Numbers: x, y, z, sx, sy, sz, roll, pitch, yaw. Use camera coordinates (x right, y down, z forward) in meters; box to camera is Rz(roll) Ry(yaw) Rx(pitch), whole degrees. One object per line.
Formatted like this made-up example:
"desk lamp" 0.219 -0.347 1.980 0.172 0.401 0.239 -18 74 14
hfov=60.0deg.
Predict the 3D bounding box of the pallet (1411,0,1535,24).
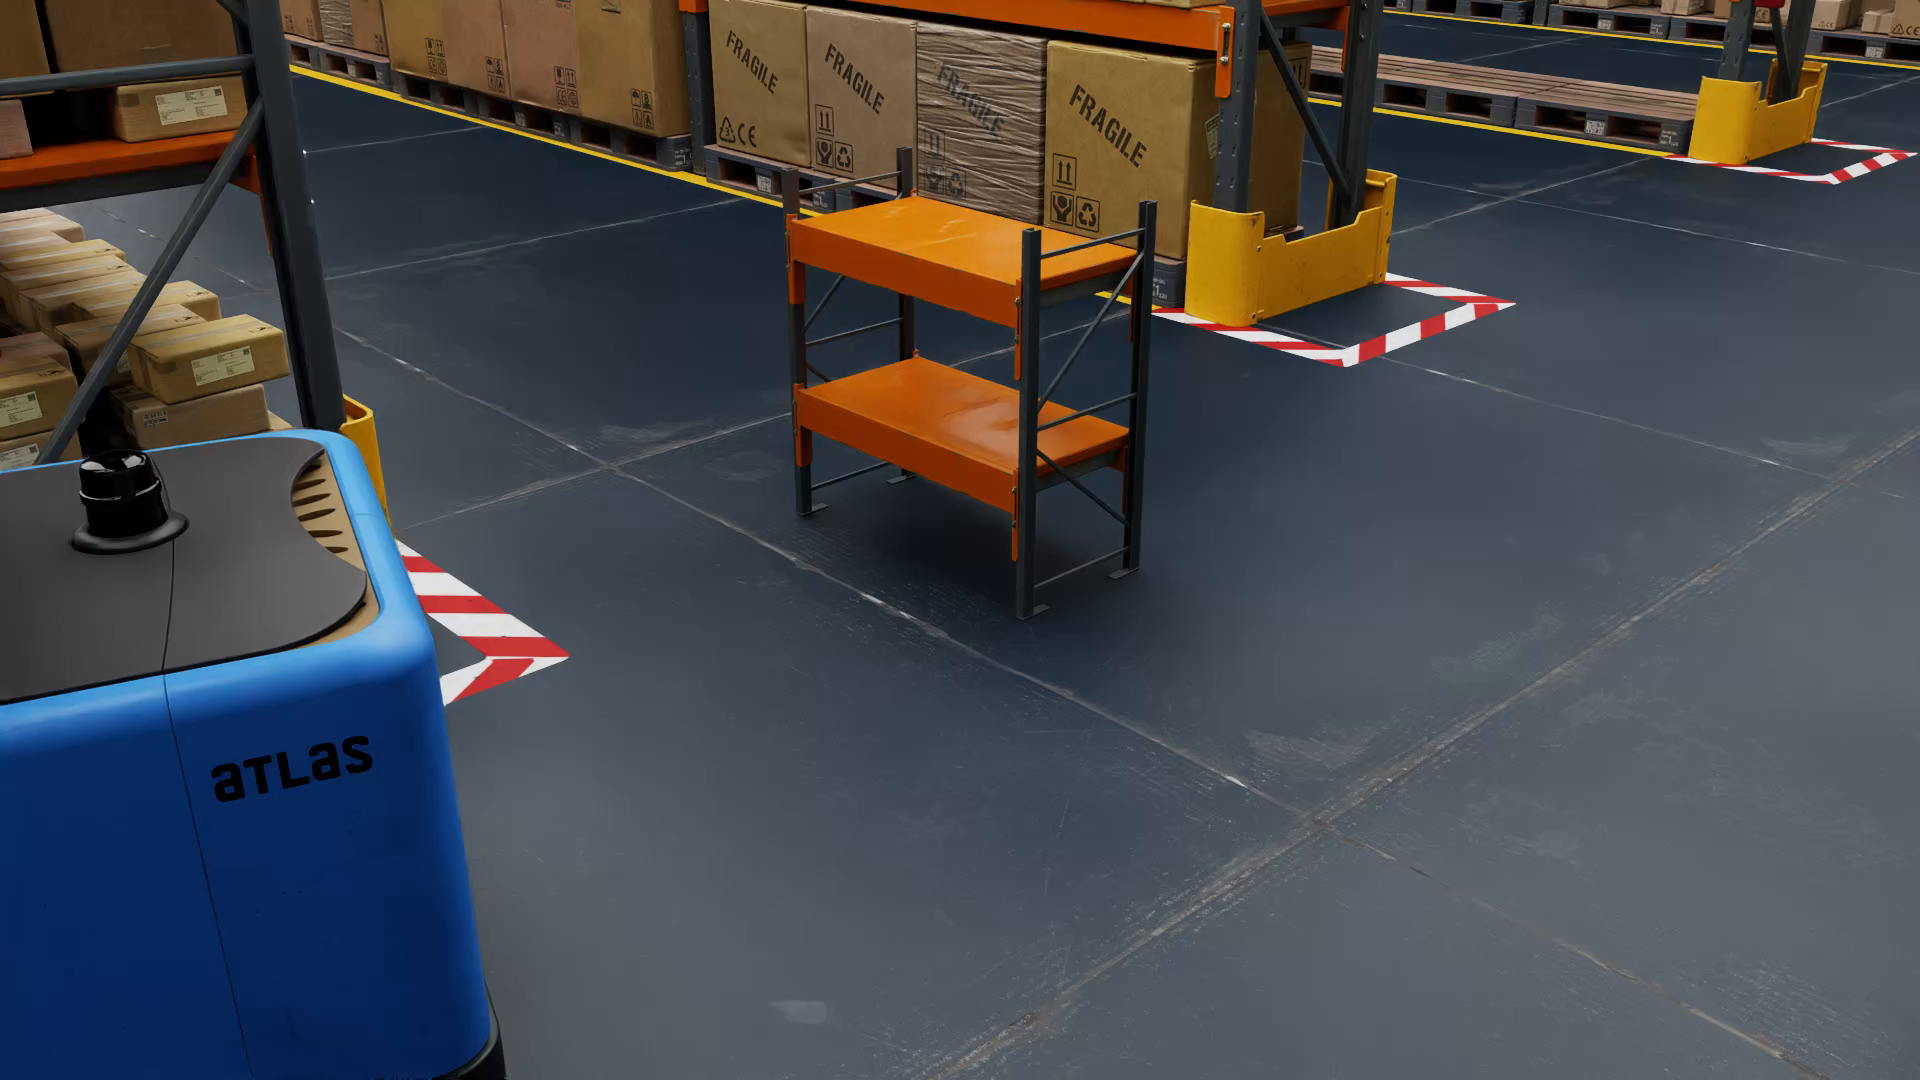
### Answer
"pallet" 5.428 -5.499 17.050 1.003 0.211 1.213 -21 32 -38

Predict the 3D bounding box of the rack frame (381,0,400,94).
"rack frame" -3.956 -4.935 12.454 1.000 3.000 0.127 -21 32 -38

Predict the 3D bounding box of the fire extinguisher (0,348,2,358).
"fire extinguisher" -2.342 -0.723 3.763 0.296 0.674 0.183 -21 32 -38

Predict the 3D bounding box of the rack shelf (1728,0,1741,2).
"rack shelf" 3.760 -4.195 11.698 1.077 0.370 4.000 -21 32 -38

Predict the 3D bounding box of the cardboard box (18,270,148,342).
"cardboard box" -2.873 -0.768 5.532 0.250 0.149 0.380 22 32 39

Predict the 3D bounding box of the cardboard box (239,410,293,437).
"cardboard box" -2.302 -0.278 5.175 0.380 0.149 0.250 -20 32 -37

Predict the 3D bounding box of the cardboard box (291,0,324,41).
"cardboard box" -5.210 -4.529 14.046 0.700 0.500 0.500 -18 30 -34

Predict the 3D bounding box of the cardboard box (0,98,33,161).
"cardboard box" -2.607 -1.039 4.216 0.380 0.149 0.250 -21 32 -38

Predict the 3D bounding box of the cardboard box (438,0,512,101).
"cardboard box" -2.896 -3.672 11.739 1.225 0.875 0.875 -21 32 -38

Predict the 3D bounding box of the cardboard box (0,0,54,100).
"cardboard box" -2.673 -1.379 4.179 0.500 0.500 0.500 -20 32 -37

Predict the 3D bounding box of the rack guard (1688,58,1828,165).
"rack guard" 5.153 -2.775 10.732 1.175 0.500 0.348 -21 32 -38

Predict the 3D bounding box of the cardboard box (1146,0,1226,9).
"cardboard box" 1.028 -2.411 7.225 0.380 0.149 0.250 -20 32 -38

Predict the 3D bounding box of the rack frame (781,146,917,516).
"rack frame" -0.343 -0.664 5.350 0.500 1.125 0.032 -21 32 -38

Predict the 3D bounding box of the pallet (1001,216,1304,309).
"pallet" 0.908 -1.463 8.202 1.003 0.211 1.213 -21 32 -38

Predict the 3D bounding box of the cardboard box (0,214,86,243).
"cardboard box" -3.533 -1.103 6.266 0.250 0.149 0.380 22 33 40

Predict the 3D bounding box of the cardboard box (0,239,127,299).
"cardboard box" -3.202 -0.948 5.925 0.380 0.149 0.250 -21 32 -38

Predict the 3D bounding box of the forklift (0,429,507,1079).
"forklift" -2.313 -0.142 2.030 3.031 2.935 1.130 -11 27 -23

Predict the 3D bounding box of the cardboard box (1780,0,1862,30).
"cardboard box" 7.567 -4.661 14.635 0.500 0.250 0.500 -21 32 -38

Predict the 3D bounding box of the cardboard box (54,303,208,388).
"cardboard box" -2.564 -0.604 5.172 0.380 0.149 0.250 -21 32 -38

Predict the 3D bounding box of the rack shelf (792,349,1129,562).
"rack shelf" 0.005 -0.287 5.114 0.538 0.278 1.000 -21 32 -38

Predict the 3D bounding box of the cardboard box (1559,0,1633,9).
"cardboard box" 6.141 -5.321 16.008 0.500 0.311 0.500 -21 32 -38

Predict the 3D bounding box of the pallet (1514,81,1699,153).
"pallet" 4.592 -2.909 11.371 1.003 0.211 1.213 -21 32 -38

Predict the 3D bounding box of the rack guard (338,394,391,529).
"rack guard" -2.230 -0.021 4.693 1.175 0.500 0.348 -21 32 -38

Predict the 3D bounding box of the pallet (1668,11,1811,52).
"pallet" 7.318 -4.685 15.266 1.003 0.211 1.213 -21 32 -38

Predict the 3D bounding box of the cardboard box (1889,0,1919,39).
"cardboard box" 8.194 -4.478 13.934 0.500 0.500 0.500 -21 32 -38

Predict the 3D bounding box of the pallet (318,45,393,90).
"pallet" -4.489 -3.903 13.552 1.003 0.211 1.213 -21 32 -38

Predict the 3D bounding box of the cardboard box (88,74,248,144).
"cardboard box" -2.160 -1.212 4.595 0.380 0.149 0.250 -22 32 -39

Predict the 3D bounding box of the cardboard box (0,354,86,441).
"cardboard box" -2.725 -0.388 4.699 0.380 0.149 0.250 -21 32 -38

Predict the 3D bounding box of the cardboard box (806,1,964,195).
"cardboard box" -0.214 -2.452 9.065 0.875 0.875 0.875 -21 32 -38

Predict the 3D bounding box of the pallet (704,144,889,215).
"pallet" -0.759 -2.202 9.822 1.003 0.211 1.213 -21 32 -38

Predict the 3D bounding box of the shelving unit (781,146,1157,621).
"shelving unit" 0.005 -0.510 5.012 0.538 1.125 1.048 -21 32 -38

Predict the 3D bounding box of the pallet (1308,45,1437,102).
"pallet" 2.924 -3.648 12.992 1.003 0.211 1.213 -21 32 -38

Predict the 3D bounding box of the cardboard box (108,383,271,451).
"cardboard box" -2.348 -0.396 5.074 0.380 0.149 0.250 -20 31 -36

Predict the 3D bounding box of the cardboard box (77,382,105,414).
"cardboard box" -2.726 -0.544 5.398 0.380 0.149 0.250 -21 32 -38

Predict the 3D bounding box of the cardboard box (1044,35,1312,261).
"cardboard box" 1.016 -1.907 7.870 0.875 0.875 0.875 -21 32 -38

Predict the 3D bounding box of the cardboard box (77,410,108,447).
"cardboard box" -2.716 -0.408 5.459 0.380 0.149 0.250 -21 32 -38

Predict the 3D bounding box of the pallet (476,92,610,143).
"pallet" -2.643 -3.037 11.652 1.003 0.211 1.213 -21 32 -38

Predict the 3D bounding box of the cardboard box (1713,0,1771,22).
"cardboard box" 7.300 -5.029 15.137 0.797 0.503 0.637 -21 32 -38

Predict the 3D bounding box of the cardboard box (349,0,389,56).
"cardboard box" -4.429 -4.195 13.314 0.500 0.500 0.700 22 32 39

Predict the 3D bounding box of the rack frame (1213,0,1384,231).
"rack frame" 1.512 -2.511 7.141 1.000 3.000 0.127 -21 32 -38

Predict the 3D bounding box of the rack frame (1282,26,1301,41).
"rack frame" 2.393 -5.128 12.877 1.000 3.000 0.127 -21 32 -38

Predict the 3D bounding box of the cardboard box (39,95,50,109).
"cardboard box" -2.509 -1.374 4.950 0.380 0.149 0.250 -22 33 -40

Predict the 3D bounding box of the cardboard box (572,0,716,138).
"cardboard box" -1.674 -3.136 10.564 1.225 0.875 0.875 -21 32 -38

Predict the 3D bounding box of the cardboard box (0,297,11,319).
"cardboard box" -3.289 -0.776 5.908 0.380 0.149 0.250 -19 31 -36

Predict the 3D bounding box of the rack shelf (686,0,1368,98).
"rack shelf" 0.145 -2.790 8.618 1.077 0.370 4.000 -21 32 -38

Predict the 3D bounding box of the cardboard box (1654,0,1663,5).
"cardboard box" 6.908 -5.247 16.041 0.380 0.149 0.250 -21 32 -38
